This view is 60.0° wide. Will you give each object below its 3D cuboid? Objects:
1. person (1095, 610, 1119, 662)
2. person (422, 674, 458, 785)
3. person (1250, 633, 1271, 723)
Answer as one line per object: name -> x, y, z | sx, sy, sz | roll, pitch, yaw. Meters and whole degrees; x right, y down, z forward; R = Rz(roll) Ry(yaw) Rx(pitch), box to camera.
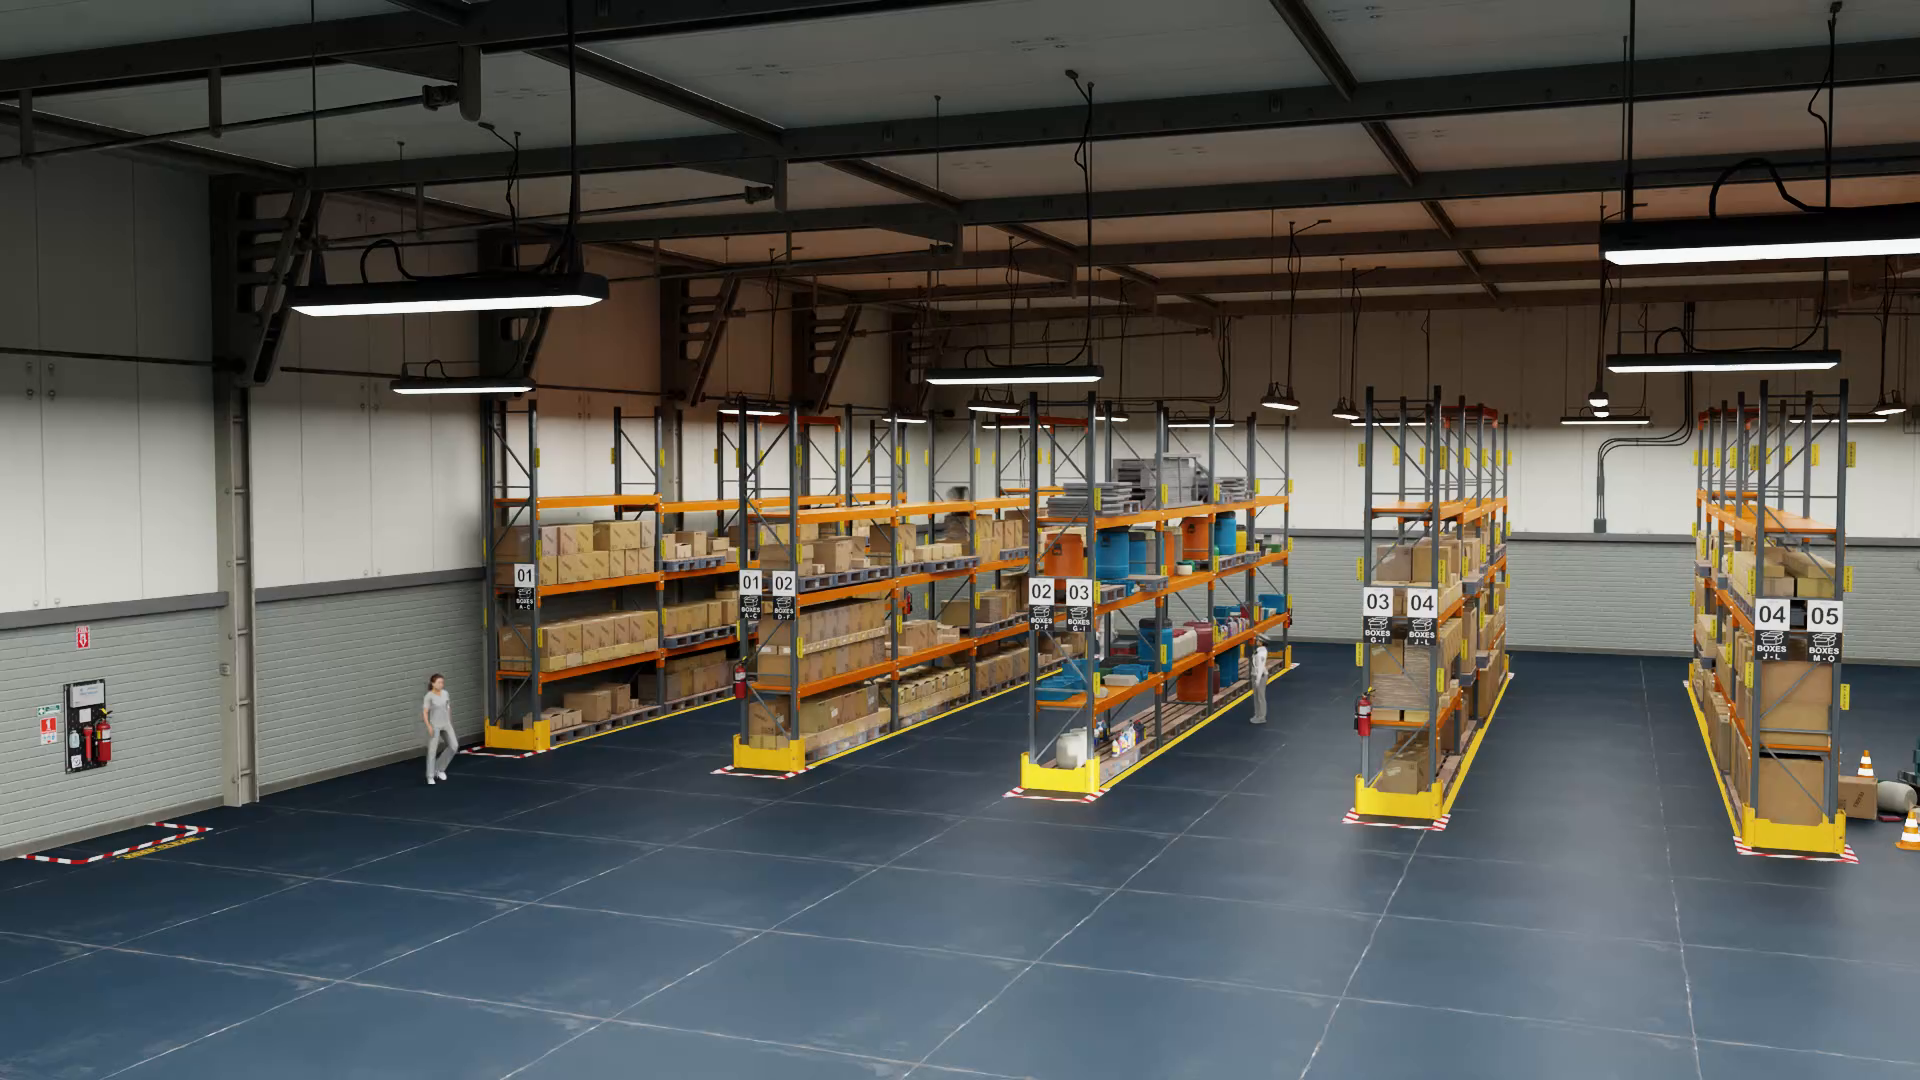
person -> 3.469, 2.195, 38.853 | 0.589, 1.805, 0.553 | -2, 3, -36
person -> -8.027, 2.898, 25.609 | 0.466, 1.676, 0.537 | 3, 4, 44
person -> 5.670, 2.607, 31.506 | 0.411, 1.692, 0.487 | -1, 3, -14
